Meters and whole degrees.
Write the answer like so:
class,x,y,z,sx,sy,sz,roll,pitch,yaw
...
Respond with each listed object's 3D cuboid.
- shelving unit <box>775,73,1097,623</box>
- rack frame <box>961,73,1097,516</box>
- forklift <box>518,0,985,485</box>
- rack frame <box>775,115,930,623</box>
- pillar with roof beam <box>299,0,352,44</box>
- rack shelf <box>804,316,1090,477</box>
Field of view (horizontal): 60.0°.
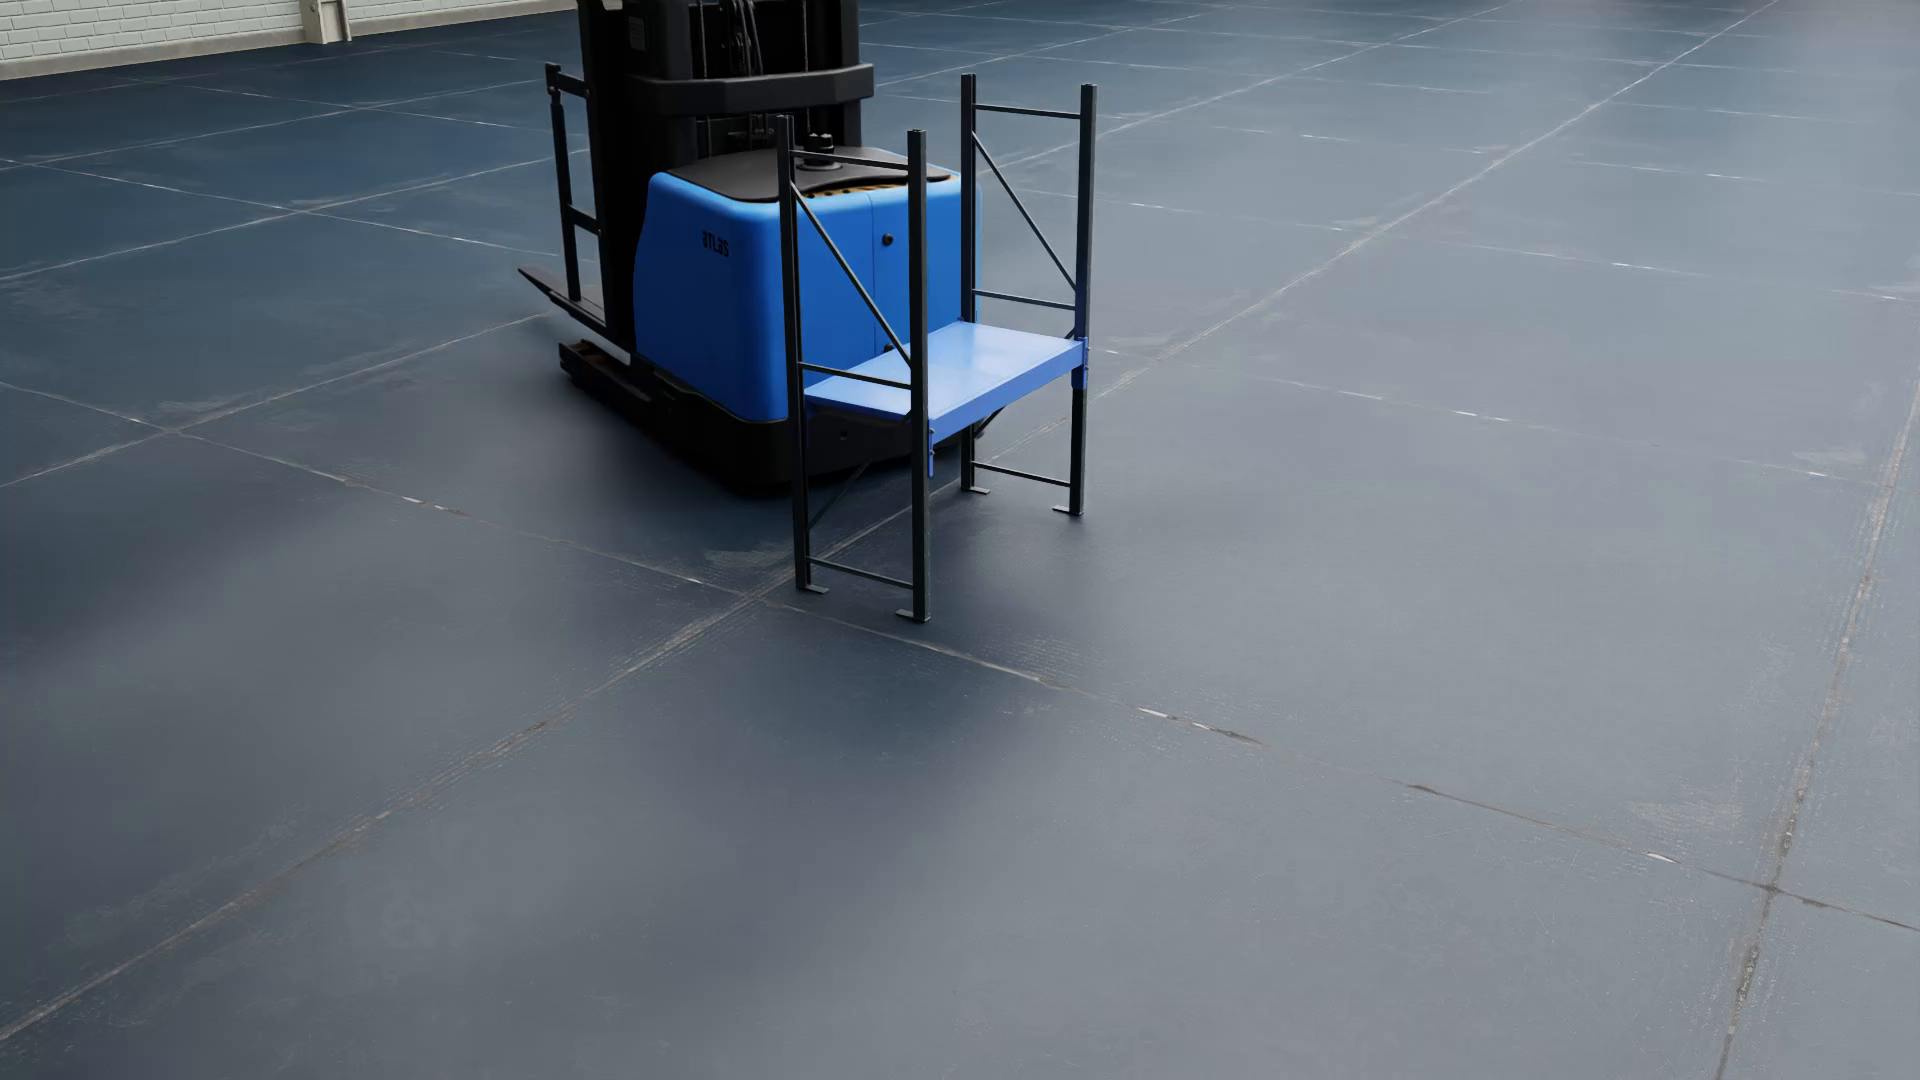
class,x,y,z,sx,sy,sz,roll,pitch,yaw
shelving unit,-0.045,-0.659,5.386,0.538,1.500,1.048,14,27,29
rack frame,0.223,-0.831,5.782,0.500,1.500,0.032,14,27,29
forklift,-1.122,-2.080,6.866,1.130,2.935,3.031,-14,27,-30
rack frame,-0.313,-0.488,4.989,0.500,1.500,0.032,14,27,29
pillar with roof beam,-3.453,-8.843,14.850,9.100,9.000,0.400,14,27,29
rack shelf,-0.045,-0.494,5.457,0.538,0.185,1.000,14,27,29
